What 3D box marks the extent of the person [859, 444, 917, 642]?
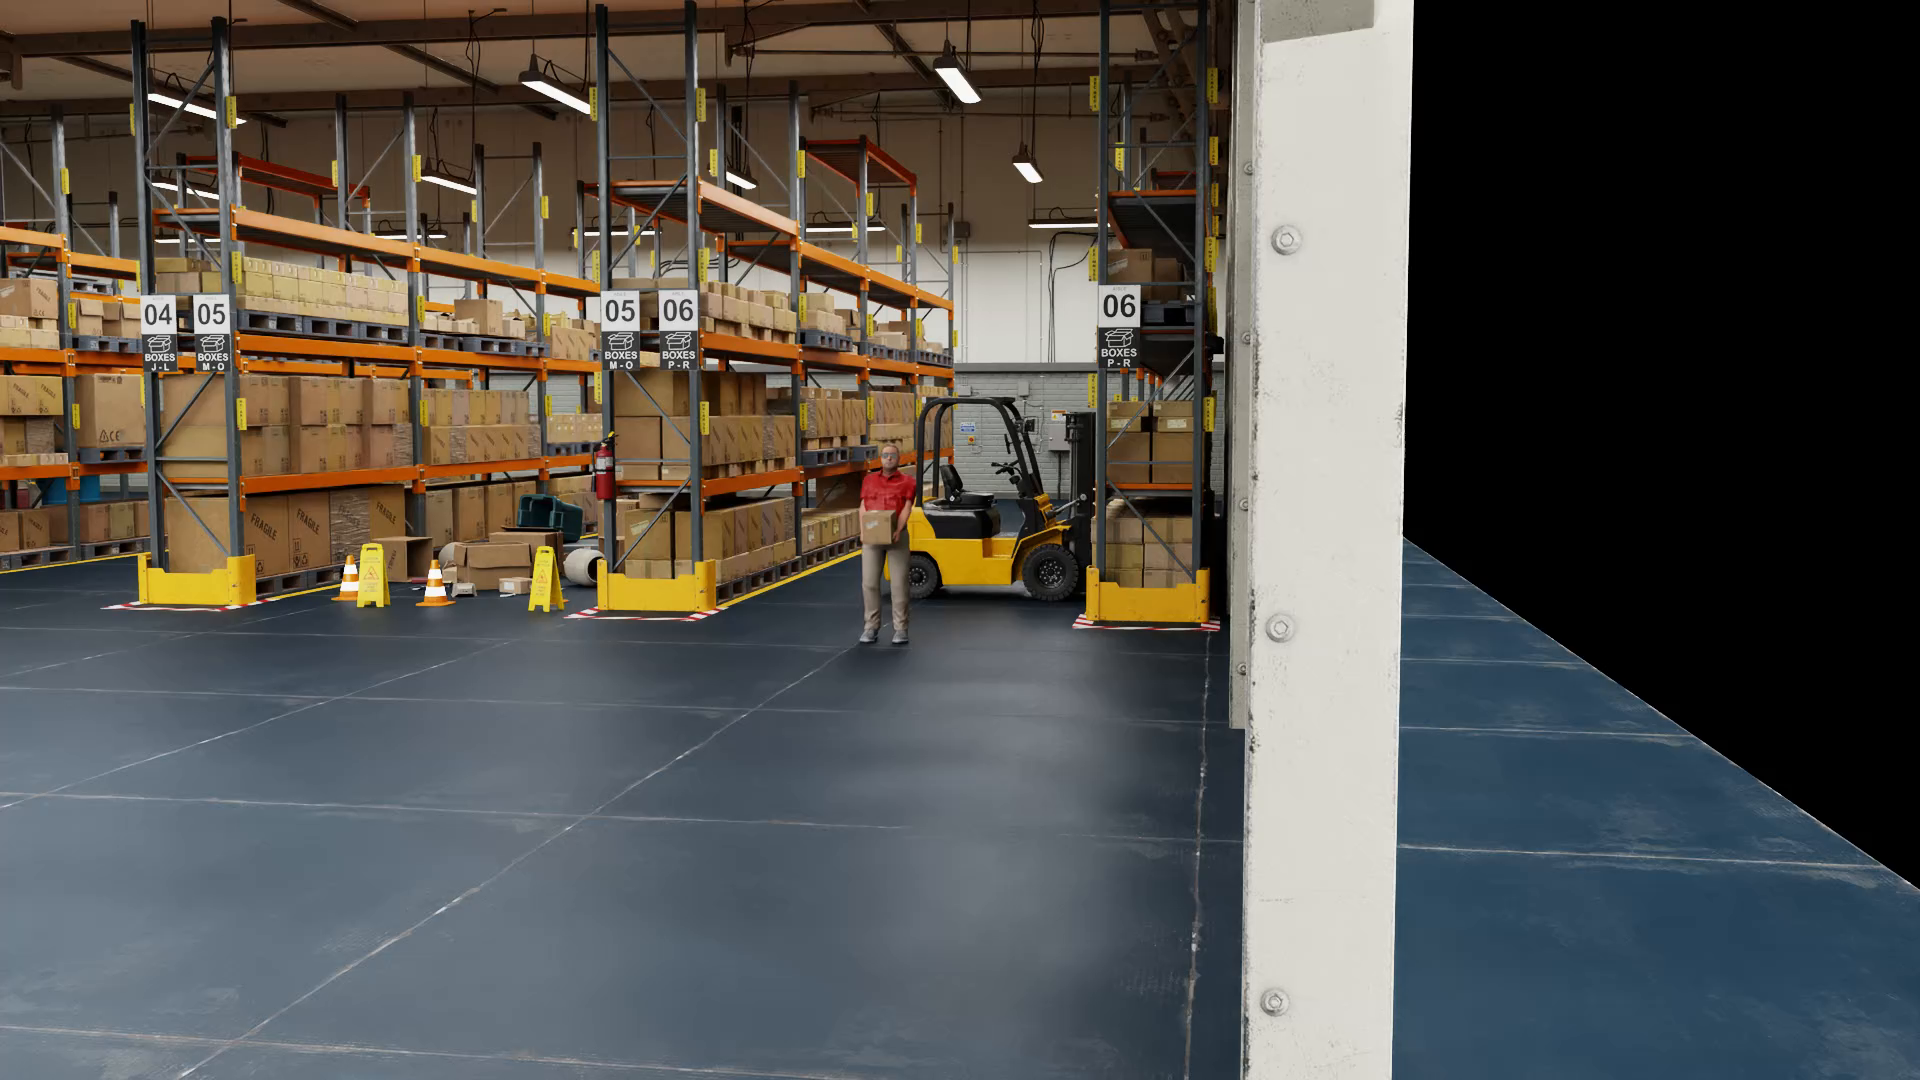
[{"bbox_3d":[-0.641,0.032,14.409,0.493,1.712,0.531,1,4,9],"label":"person"}]
